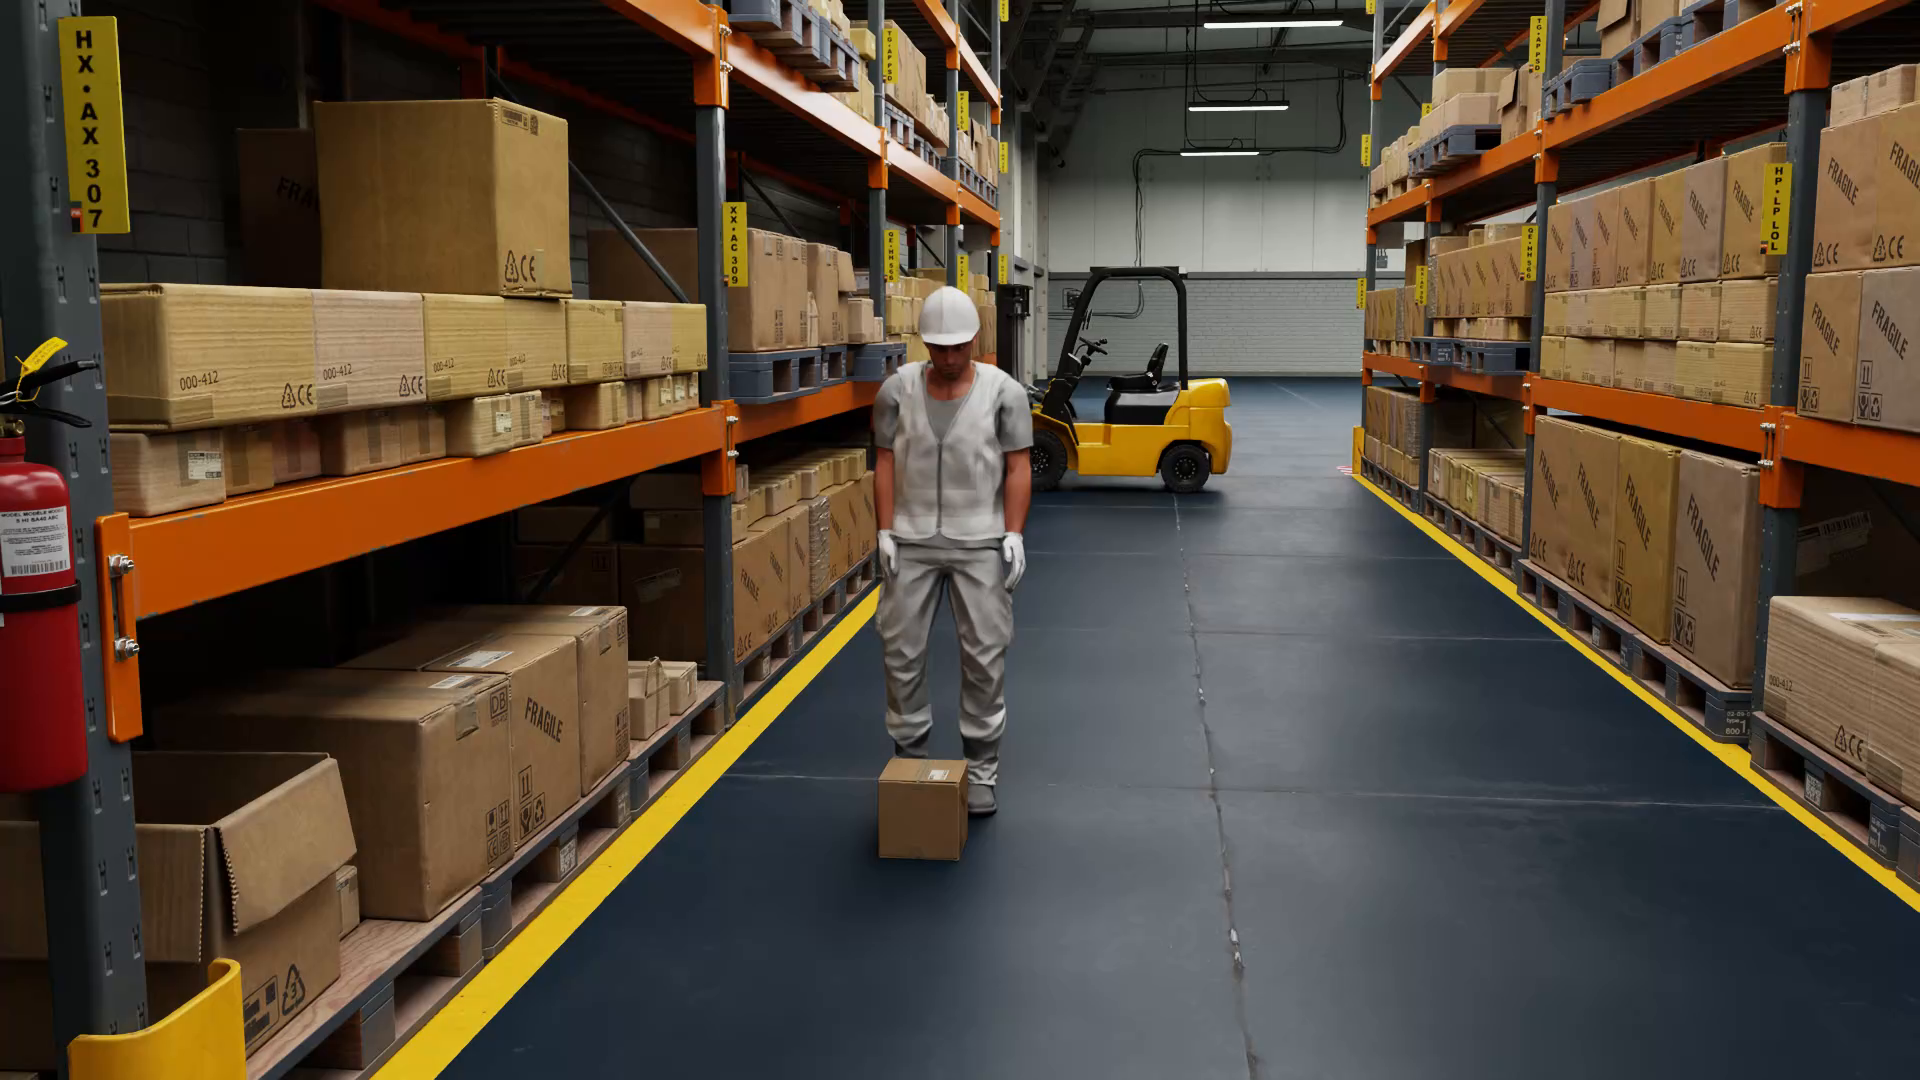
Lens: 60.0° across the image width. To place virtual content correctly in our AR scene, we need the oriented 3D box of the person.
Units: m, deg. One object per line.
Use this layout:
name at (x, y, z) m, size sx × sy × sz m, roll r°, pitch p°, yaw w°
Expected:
person at (-0.029, 0.039, 5.549) m, size 0.538 × 1.751 × 0.428 m, roll 1°, pitch 8°, yaw 8°
